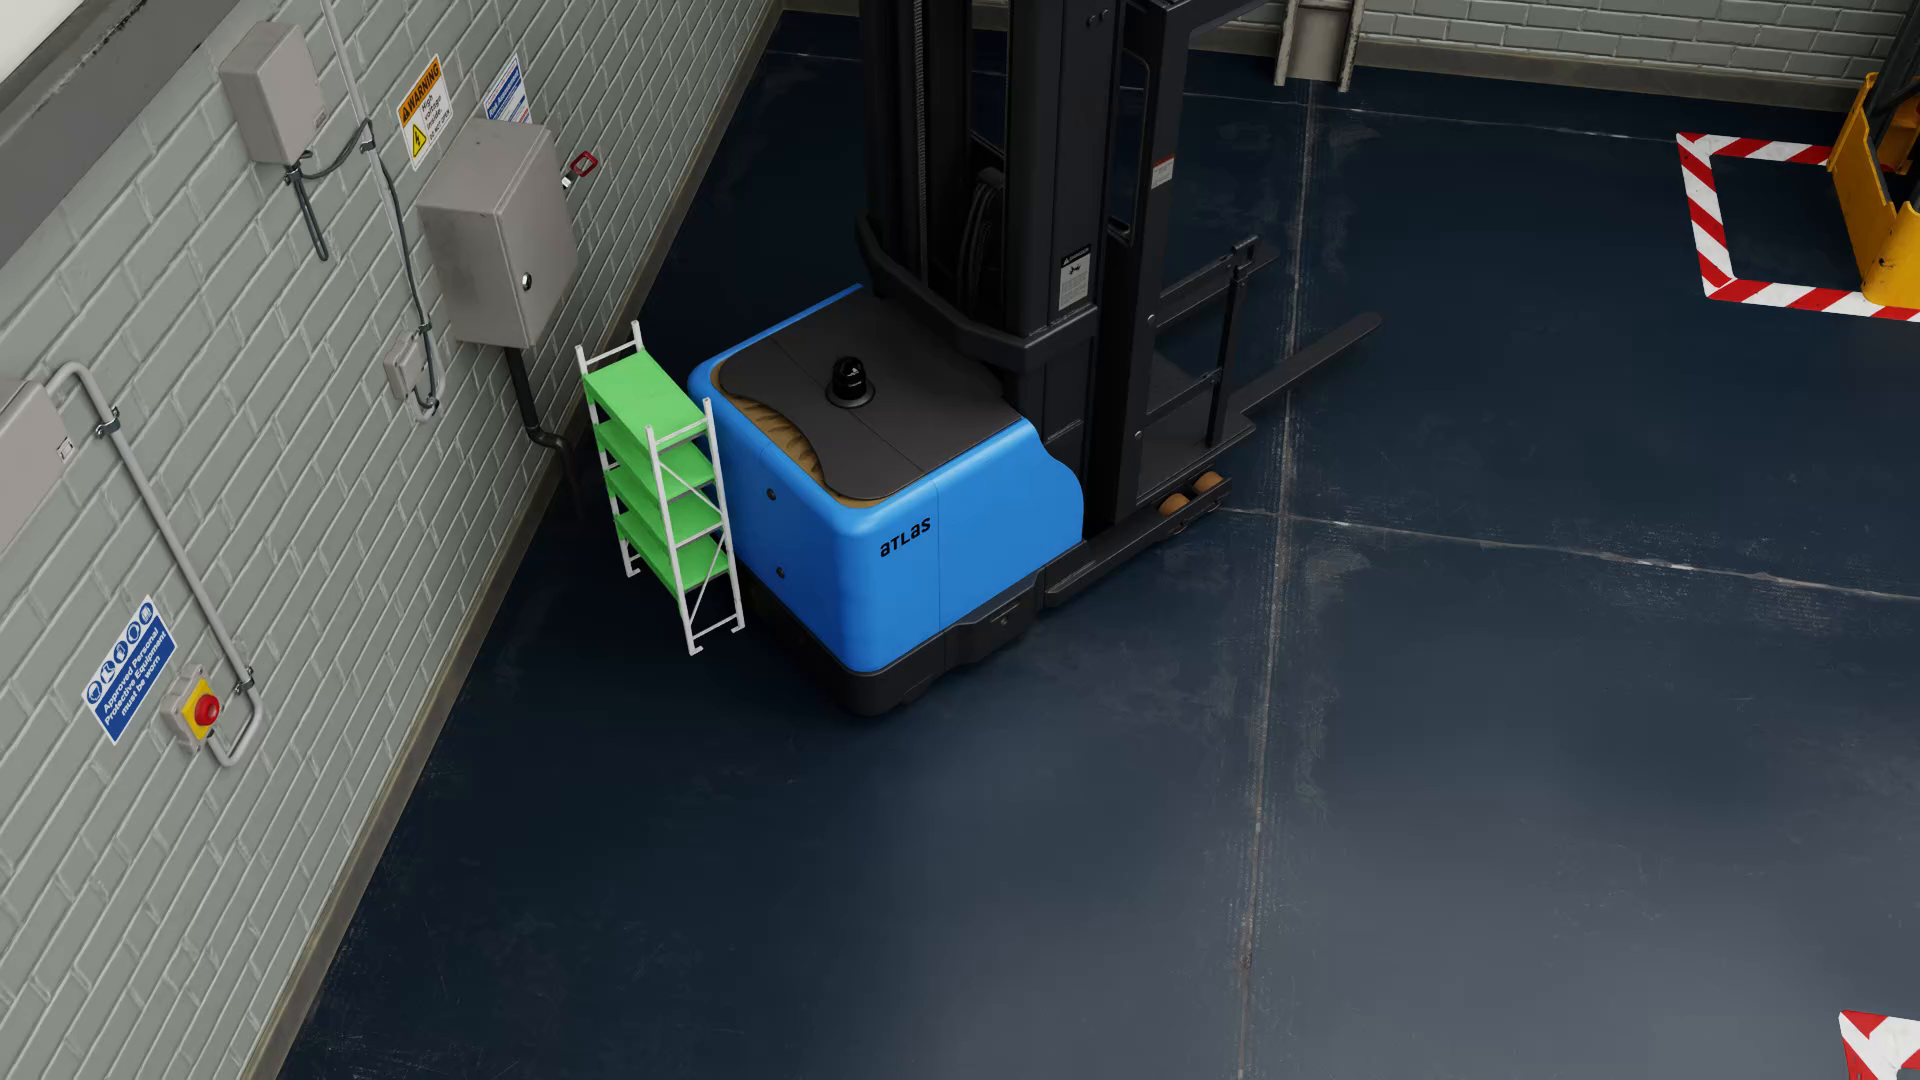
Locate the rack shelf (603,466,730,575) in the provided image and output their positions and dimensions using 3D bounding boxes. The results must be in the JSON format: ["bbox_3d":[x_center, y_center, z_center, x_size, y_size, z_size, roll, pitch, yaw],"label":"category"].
[{"bbox_3d":[-1.076,-0.121,6.110,0.258,0.148,0.480,-29,54,-23],"label":"rack shelf"}]

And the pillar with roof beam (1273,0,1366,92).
[{"bbox_3d":[1.135,-2.383,2.813,0.400,9.000,9.100,8,49,7],"label":"pillar with roof beam"}]

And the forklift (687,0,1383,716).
[{"bbox_3d":[0.483,-1.277,5.899,3.031,2.935,1.130,-32,55,-25],"label":"forklift"}]

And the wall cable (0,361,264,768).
[{"bbox_3d":[-2.038,0.042,3.963,0.123,1.953,0.585,8,49,7],"label":"wall cable"}]

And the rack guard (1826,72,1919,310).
[{"bbox_3d":[4.469,-1.667,7.884,0.348,0.500,1.175,8,49,7],"label":"rack guard"}]

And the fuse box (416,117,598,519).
[{"bbox_3d":[-1.521,-0.695,6.196,0.414,1.711,0.539,8,49,7],"label":"fuse box"}]

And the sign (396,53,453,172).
[{"bbox_3d":[-1.734,-1.389,5.398,0.001,0.242,0.339,8,49,7],"label":"sign"}]

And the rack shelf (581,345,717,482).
[{"bbox_3d":[-1.076,-0.442,5.753,0.258,0.148,0.480,-29,54,-23],"label":"rack shelf"}]

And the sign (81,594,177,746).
[{"bbox_3d":[-2.107,0.329,4.228,0.001,0.218,0.327,8,49,7],"label":"sign"}]

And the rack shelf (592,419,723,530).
[{"bbox_3d":[-1.076,-0.281,5.931,0.258,0.148,0.480,-29,54,-23],"label":"rack shelf"}]

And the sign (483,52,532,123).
[{"bbox_3d":[-1.637,-1.483,6.102,0.001,0.494,0.329,8,49,7],"label":"sign"}]

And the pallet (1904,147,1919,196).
[{"bbox_3d":[5.254,-1.466,7.897,1.213,0.211,1.003,8,49,7],"label":"pallet"}]

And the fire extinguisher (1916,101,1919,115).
[{"bbox_3d":[4.167,-2.043,6.844,0.183,0.674,0.296,8,49,7],"label":"fire extinguisher"}]

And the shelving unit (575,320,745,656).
[{"bbox_3d":[-1.076,-0.163,6.062,0.258,1.200,0.503,-29,54,-23],"label":"shelving unit"}]

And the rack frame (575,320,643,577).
[{"bbox_3d":[-1.221,-0.310,6.193,0.240,1.200,0.015,-29,54,-23],"label":"rack frame"}]

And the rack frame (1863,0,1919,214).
[{"bbox_3d":[4.394,-2.513,6.963,0.127,3.000,1.000,8,49,7],"label":"rack frame"}]

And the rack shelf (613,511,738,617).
[{"bbox_3d":[-1.076,0.040,6.288,0.258,0.148,0.480,-29,54,-23],"label":"rack shelf"}]

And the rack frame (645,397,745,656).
[{"bbox_3d":[-0.931,-0.017,5.931,0.240,1.200,0.015,-29,54,-23],"label":"rack frame"}]
